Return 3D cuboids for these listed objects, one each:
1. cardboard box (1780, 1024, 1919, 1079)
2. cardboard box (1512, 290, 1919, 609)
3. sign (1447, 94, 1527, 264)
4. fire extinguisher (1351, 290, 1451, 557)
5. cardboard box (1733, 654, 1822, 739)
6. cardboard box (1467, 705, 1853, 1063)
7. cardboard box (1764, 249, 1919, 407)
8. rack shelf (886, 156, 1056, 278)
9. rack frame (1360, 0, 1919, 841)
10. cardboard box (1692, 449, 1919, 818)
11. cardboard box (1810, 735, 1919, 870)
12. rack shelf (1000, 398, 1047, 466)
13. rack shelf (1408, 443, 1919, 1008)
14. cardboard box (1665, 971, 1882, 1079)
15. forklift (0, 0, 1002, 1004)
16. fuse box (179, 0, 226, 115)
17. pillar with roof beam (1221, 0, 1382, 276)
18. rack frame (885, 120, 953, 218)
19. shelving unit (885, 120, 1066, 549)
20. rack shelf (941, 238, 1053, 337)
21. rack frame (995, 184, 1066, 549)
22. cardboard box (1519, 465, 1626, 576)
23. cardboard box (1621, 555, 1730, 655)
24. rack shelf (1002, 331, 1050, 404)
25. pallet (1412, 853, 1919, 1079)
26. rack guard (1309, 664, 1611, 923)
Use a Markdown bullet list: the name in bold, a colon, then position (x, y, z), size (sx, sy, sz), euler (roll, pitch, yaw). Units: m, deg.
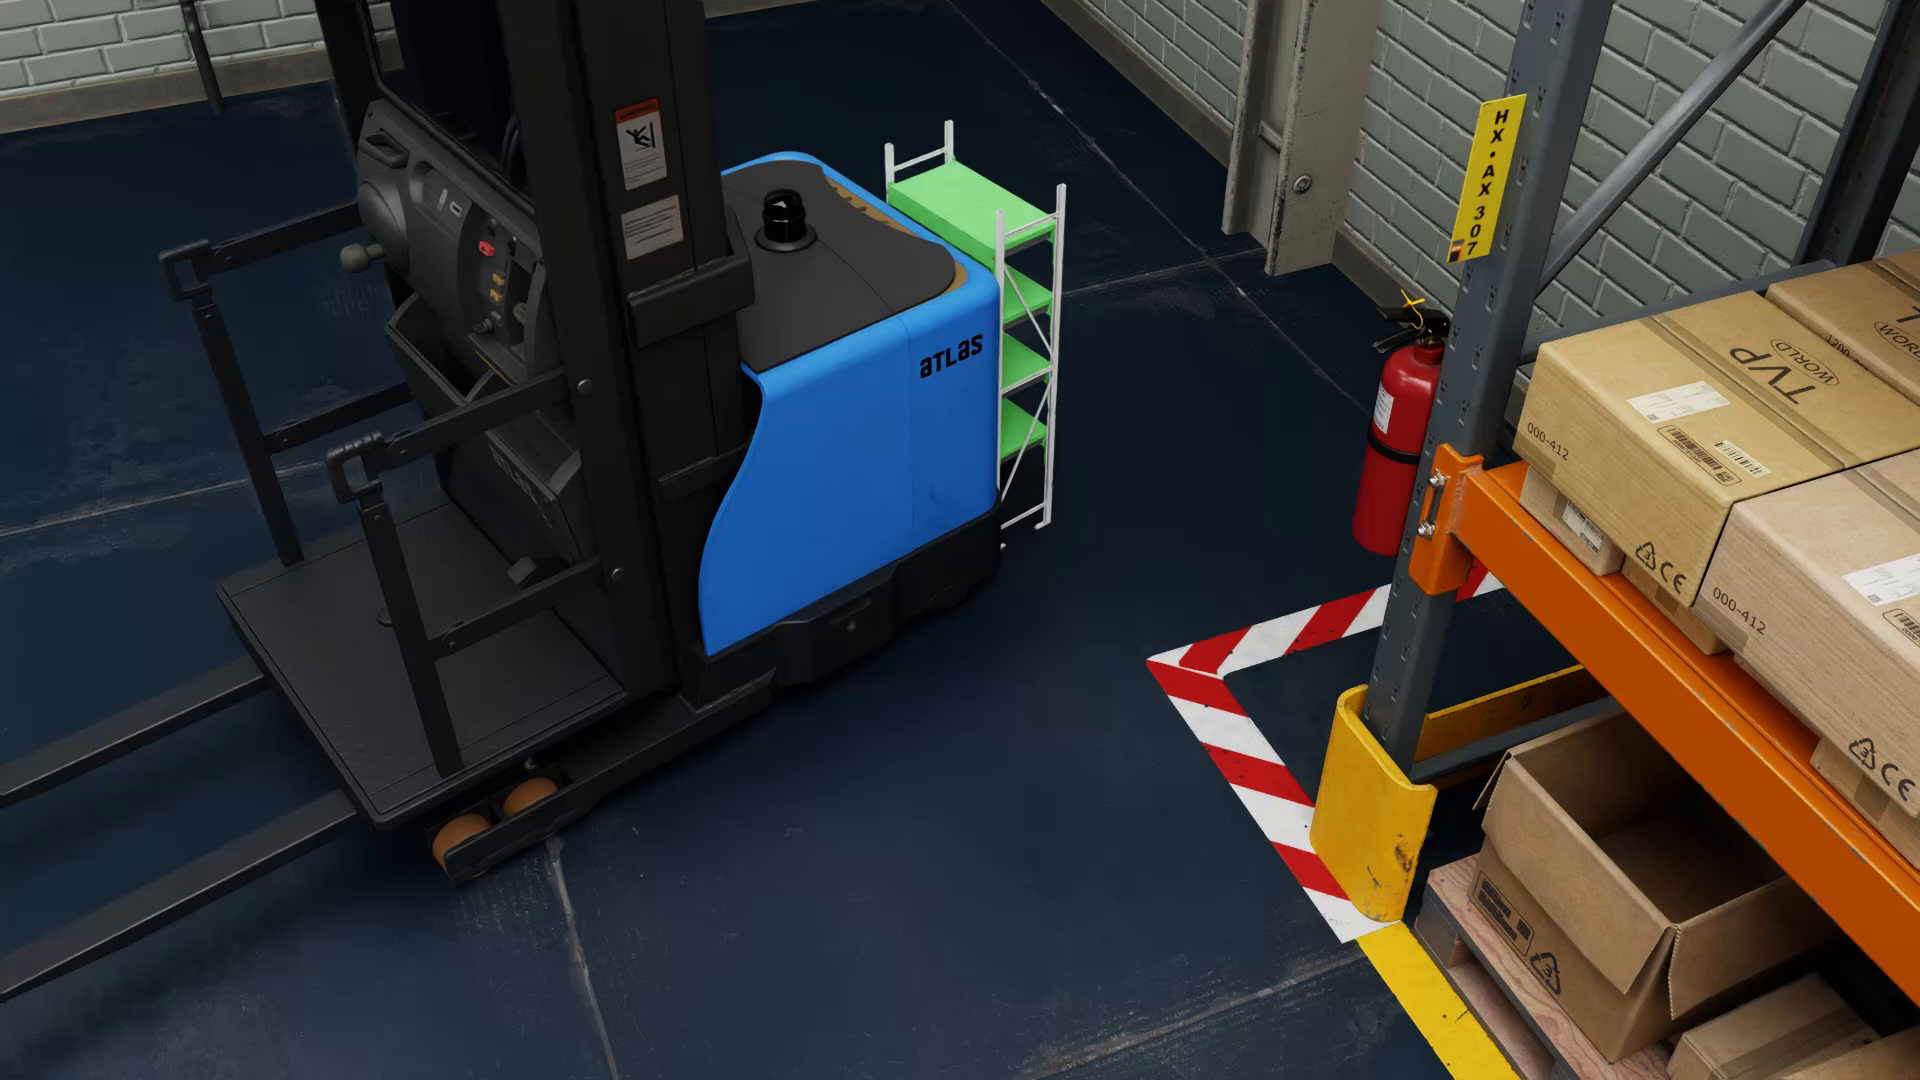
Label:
- **cardboard box**: position (1.906, 1.240, 3.103), size (0.700, 0.500, 0.500), euler (-13, 42, -15)
- **cardboard box**: position (1.393, -0.181, 3.047), size (0.500, 0.250, 0.500), euler (-15, 43, -17)
- **sign**: position (0.967, -0.658, 3.051), size (0.100, 0.325, 0.005), euler (-15, 43, -17)
- **fire extinguisher**: position (0.985, -0.268, 3.607), size (0.296, 0.674, 0.183), euler (-15, 43, -17)
- **cardboard box**: position (1.613, 0.187, 2.924), size (0.380, 0.149, 0.250), euler (-16, 43, -17)
- **cardboard box**: position (1.615, 0.714, 3.712), size (0.797, 0.503, 0.637), euler (-17, 43, -19)
- **cardboard box**: position (1.889, -0.311, 3.198), size (0.500, 0.250, 0.500), euler (-14, 43, -16)
- **rack shelf**: position (0.038, -0.904, 4.743), size (0.258, 0.148, 0.480), euler (-28, 48, -29)
- **rack frame**: position (1.468, -0.466, 3.491), size (1.000, 3.000, 0.127), euler (-15, 43, -17)
- **cardboard box**: position (1.586, 0.123, 2.694), size (0.500, 0.250, 0.500), euler (-15, 43, -16)
- **cardboard box**: position (1.653, 0.355, 2.729), size (0.380, 0.149, 0.250), euler (-14, 43, -16)
- **rack shelf**: position (0.038, -0.358, 5.212), size (0.258, 0.148, 0.480), euler (-28, 48, -29)
- **rack shelf**: position (2.234, 1.012, 2.324), size (1.077, 0.370, 4.000), euler (-15, 43, -17)
- **cardboard box**: position (1.741, 1.114, 3.519), size (0.380, 0.149, 0.250), euler (-17, 43, -19)
- **forklift**: position (-1.342, -0.638, 3.745), size (3.031, 2.935, 1.130), euler (-28, 48, -28)
- **fuse box**: position (-3.299, -2.564, 6.919), size (0.539, 1.711, 0.414), euler (-15, 43, -17)
- **pillar with roof beam**: position (-2.708, -3.515, 2.436), size (9.100, 9.000, 0.400), euler (-15, 43, -17)
- **rack frame**: position (-0.116, -0.712, 5.157), size (0.240, 1.200, 0.015), euler (-28, 48, -29)
- **shelving unit**: position (0.038, -0.589, 5.014), size (0.258, 1.200, 0.503), euler (-28, 48, -29)
- **rack shelf**: position (0.038, -0.722, 4.899), size (0.258, 0.148, 0.480), euler (-28, 48, -29)
- **rack frame**: position (0.193, -0.466, 4.871), size (0.240, 1.200, 0.015), euler (-28, 48, -29)
- **cardboard box**: position (1.341, -0.104, 3.263), size (0.380, 0.149, 0.250), euler (-15, 43, -17)
- **cardboard box**: position (1.481, 0.038, 3.098), size (0.380, 0.149, 0.250), euler (-14, 43, -16)
- **rack shelf**: position (0.038, -0.540, 5.056), size (0.258, 0.148, 0.480), euler (-28, 48, -29)
- **pallet**: position (1.803, 1.117, 3.789), size (1.003, 0.211, 1.213), euler (-15, 43, -17)
- **rack guard**: position (1.497, 0.528, 4.253), size (1.175, 0.500, 0.348), euler (-15, 43, -17)
